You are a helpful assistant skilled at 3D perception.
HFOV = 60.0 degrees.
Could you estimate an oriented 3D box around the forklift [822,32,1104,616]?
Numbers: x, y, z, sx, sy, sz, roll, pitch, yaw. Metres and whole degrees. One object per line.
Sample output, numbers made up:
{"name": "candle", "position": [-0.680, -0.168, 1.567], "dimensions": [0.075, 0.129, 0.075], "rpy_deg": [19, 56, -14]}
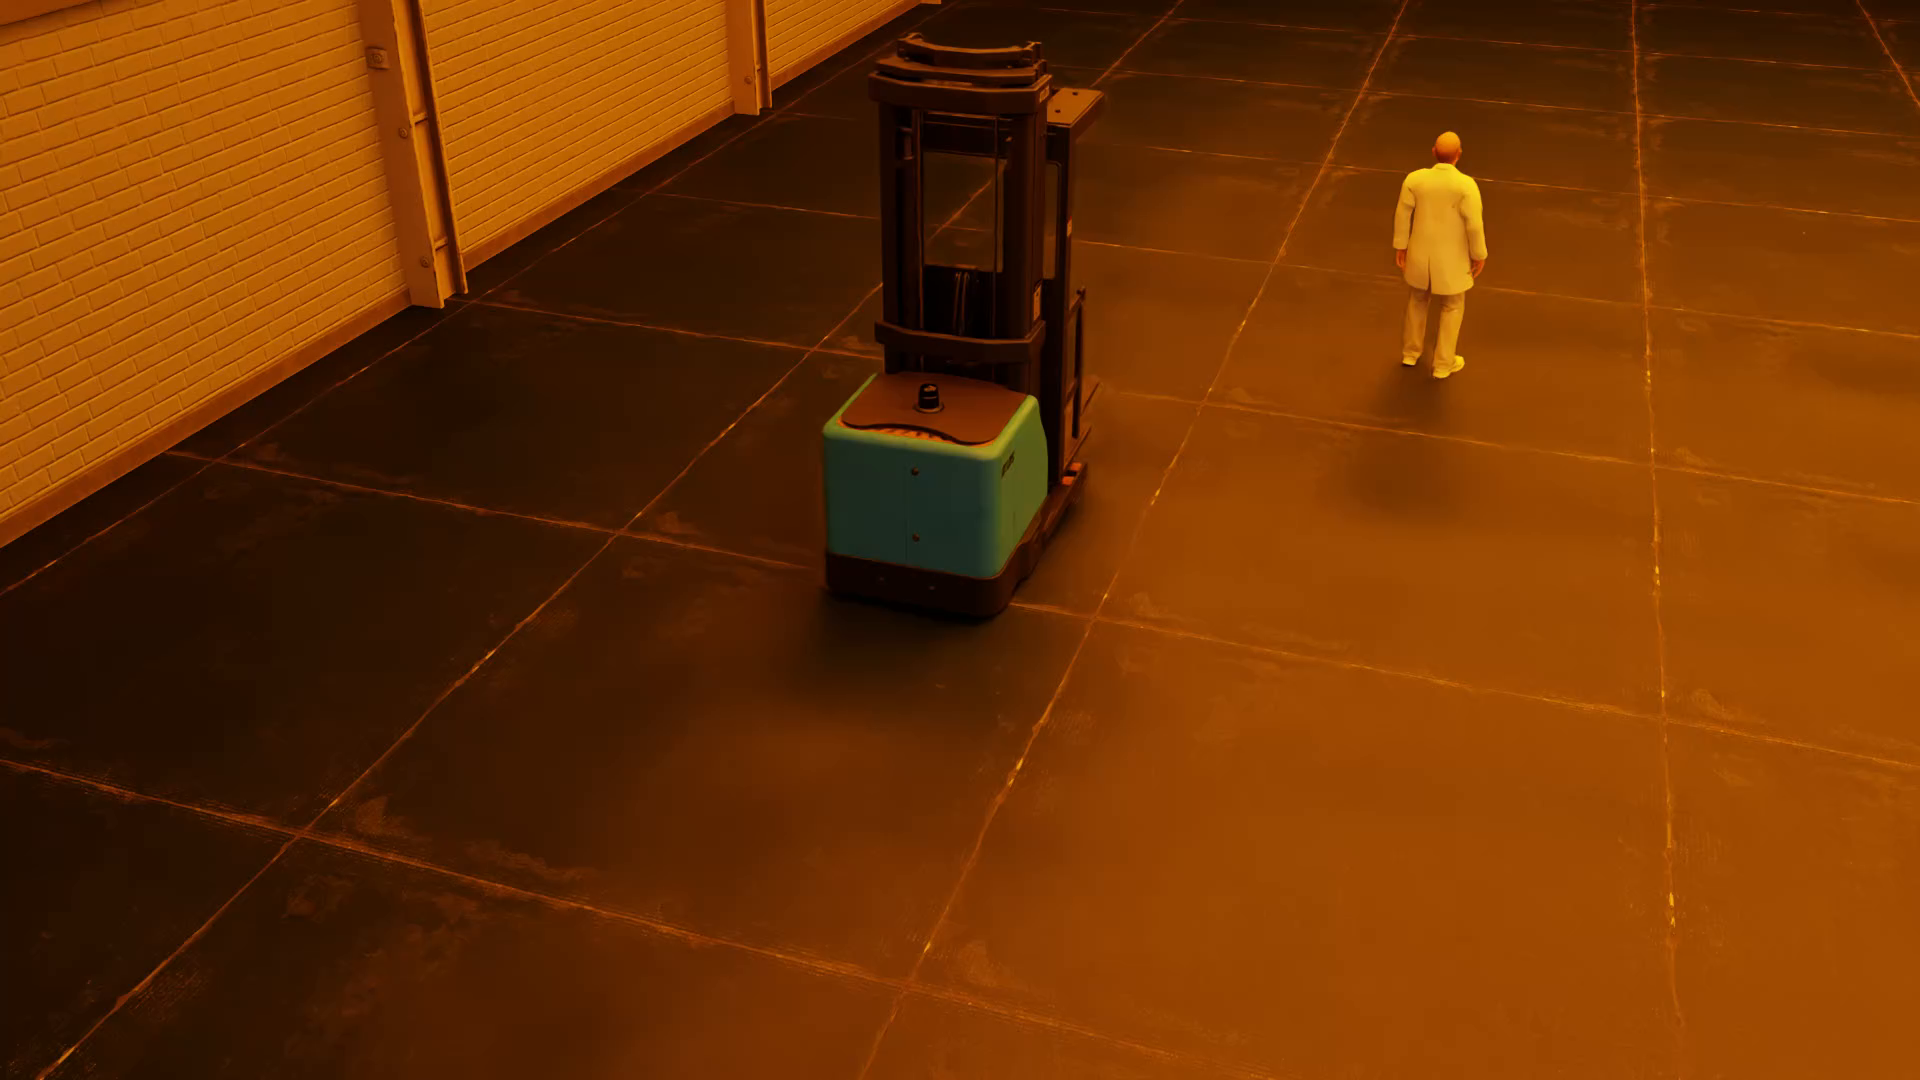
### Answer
{"name": "forklift", "position": [0.180, -1.568, 9.887], "dimensions": [1.130, 2.935, 3.031], "rpy_deg": [9, 31, 16]}

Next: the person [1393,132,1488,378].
{"name": "person", "position": [3.461, -2.052, 11.927], "dimensions": [0.681, 1.799, 0.504], "rpy_deg": [21, 36, 32]}
